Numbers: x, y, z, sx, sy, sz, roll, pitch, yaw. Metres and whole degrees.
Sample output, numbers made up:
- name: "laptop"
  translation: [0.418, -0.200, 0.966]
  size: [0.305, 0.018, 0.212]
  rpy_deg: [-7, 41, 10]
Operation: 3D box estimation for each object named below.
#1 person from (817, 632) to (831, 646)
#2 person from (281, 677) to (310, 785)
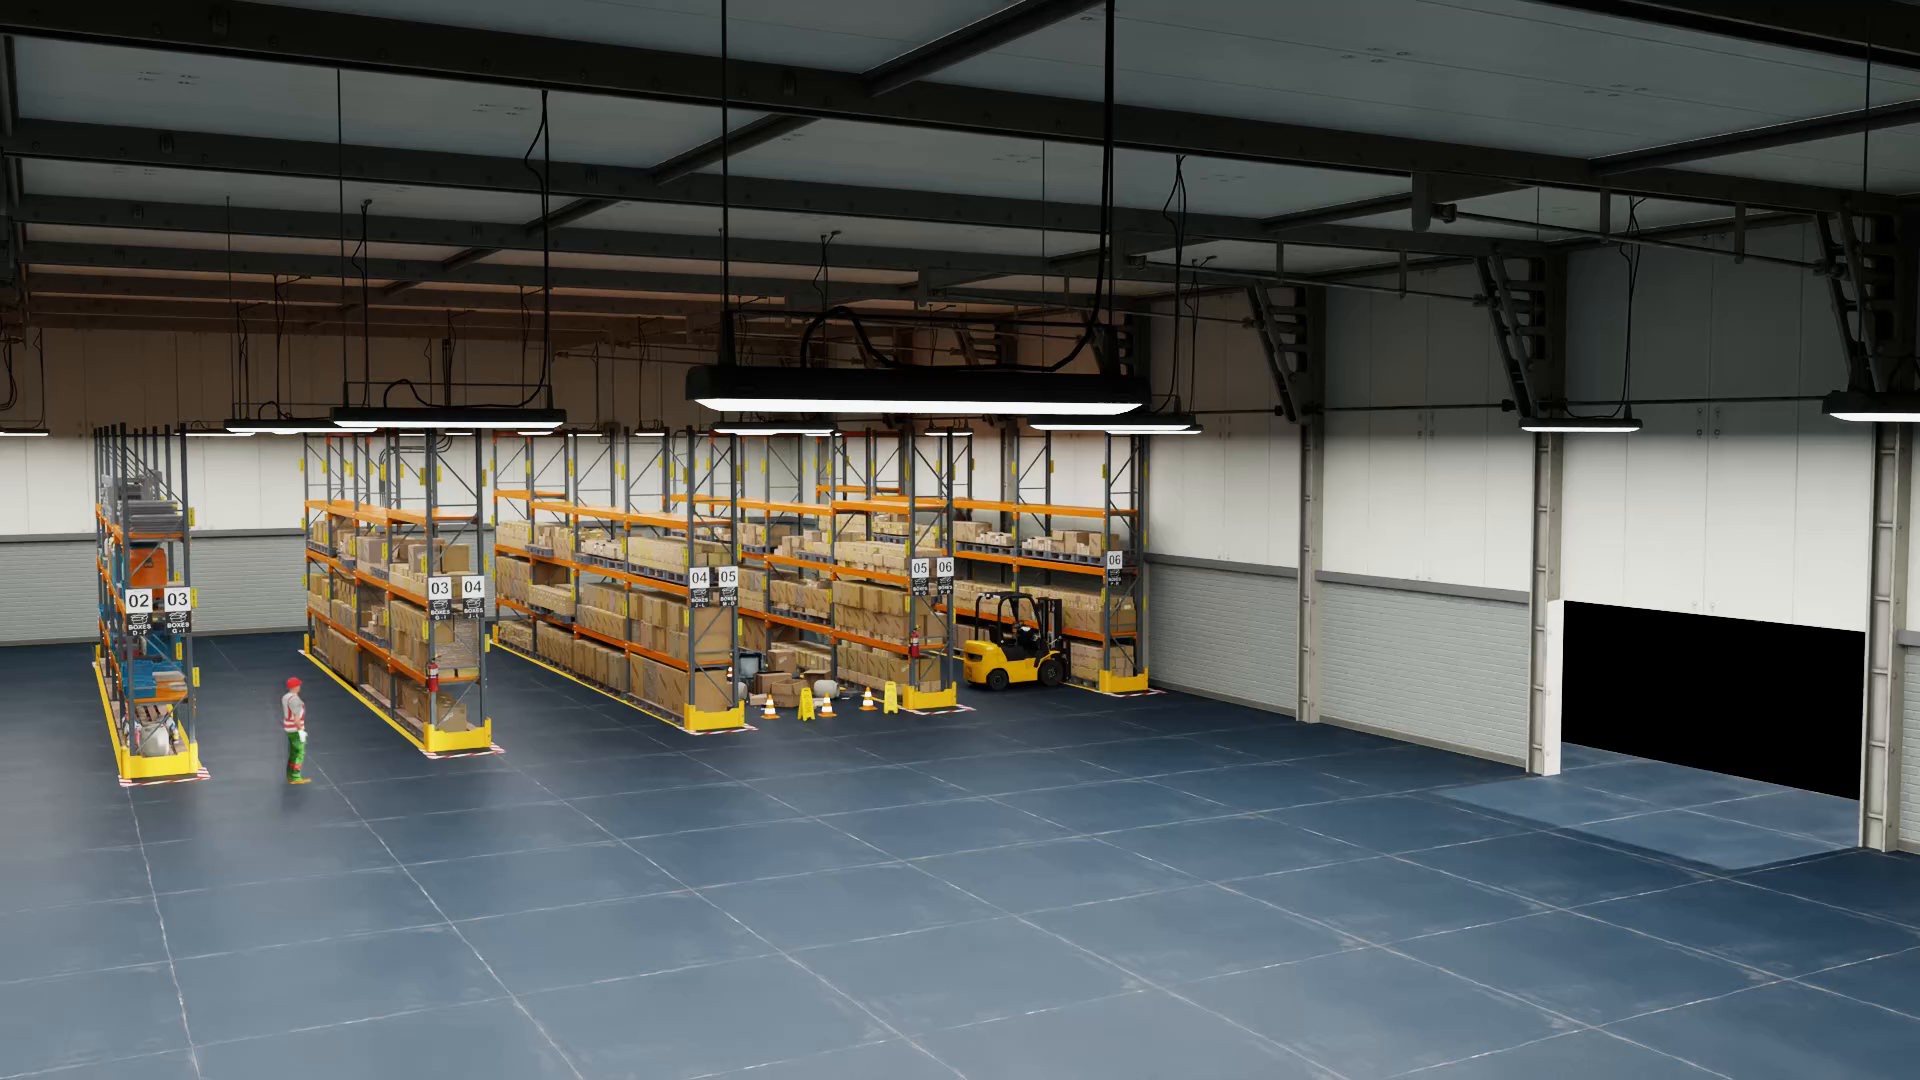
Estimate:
- name: "person"
  translation: [-3.633, 1.972, 44.637]
  size: [0.597, 1.766, 0.442]
  rpy_deg: [3, 5, 41]
- name: "person"
  translation: [-11.052, 3.176, 27.661]
  size: [0.410, 1.809, 0.597]
  rpy_deg: [-2, 4, -24]
